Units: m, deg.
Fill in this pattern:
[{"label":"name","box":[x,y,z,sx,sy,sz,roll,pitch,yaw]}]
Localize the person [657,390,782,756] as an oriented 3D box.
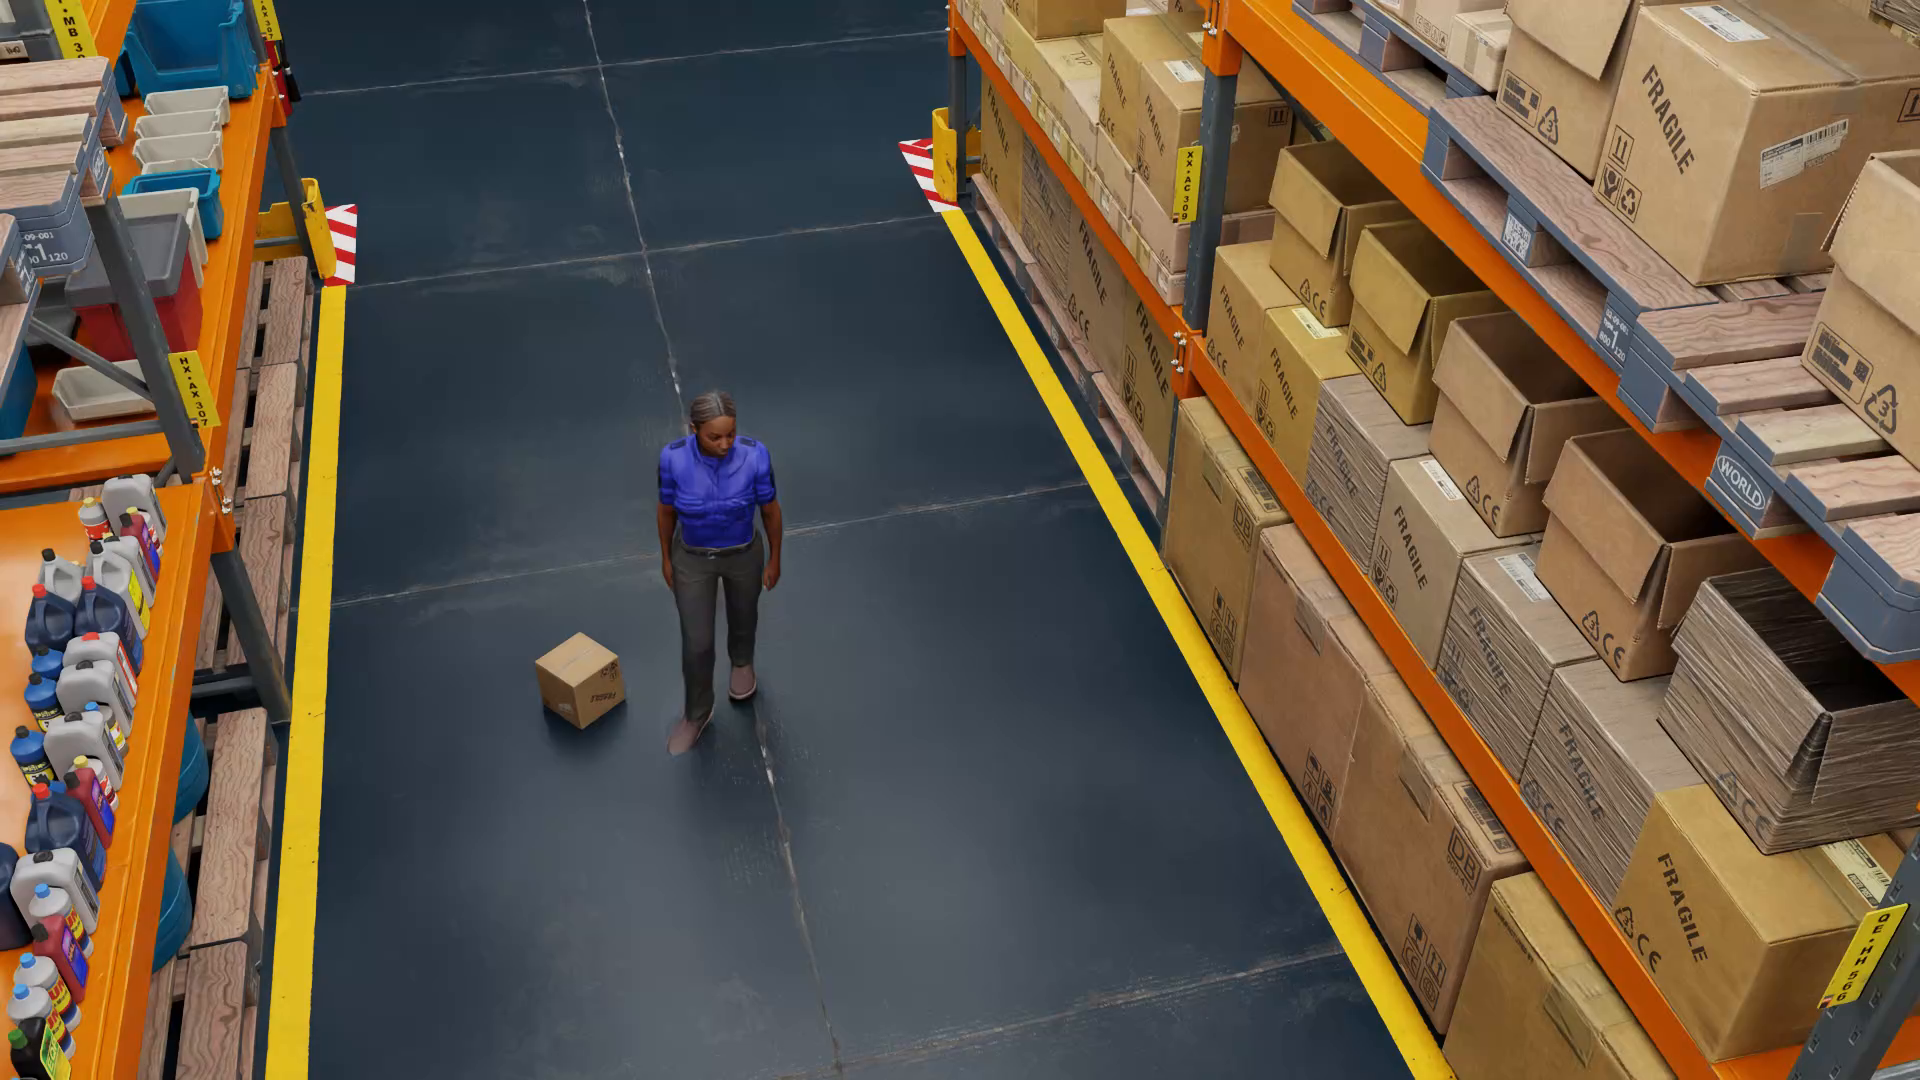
[{"label":"person","box":[-0.992,0.076,6.652,0.572,1.711,0.540,-7,39,-8]}]
